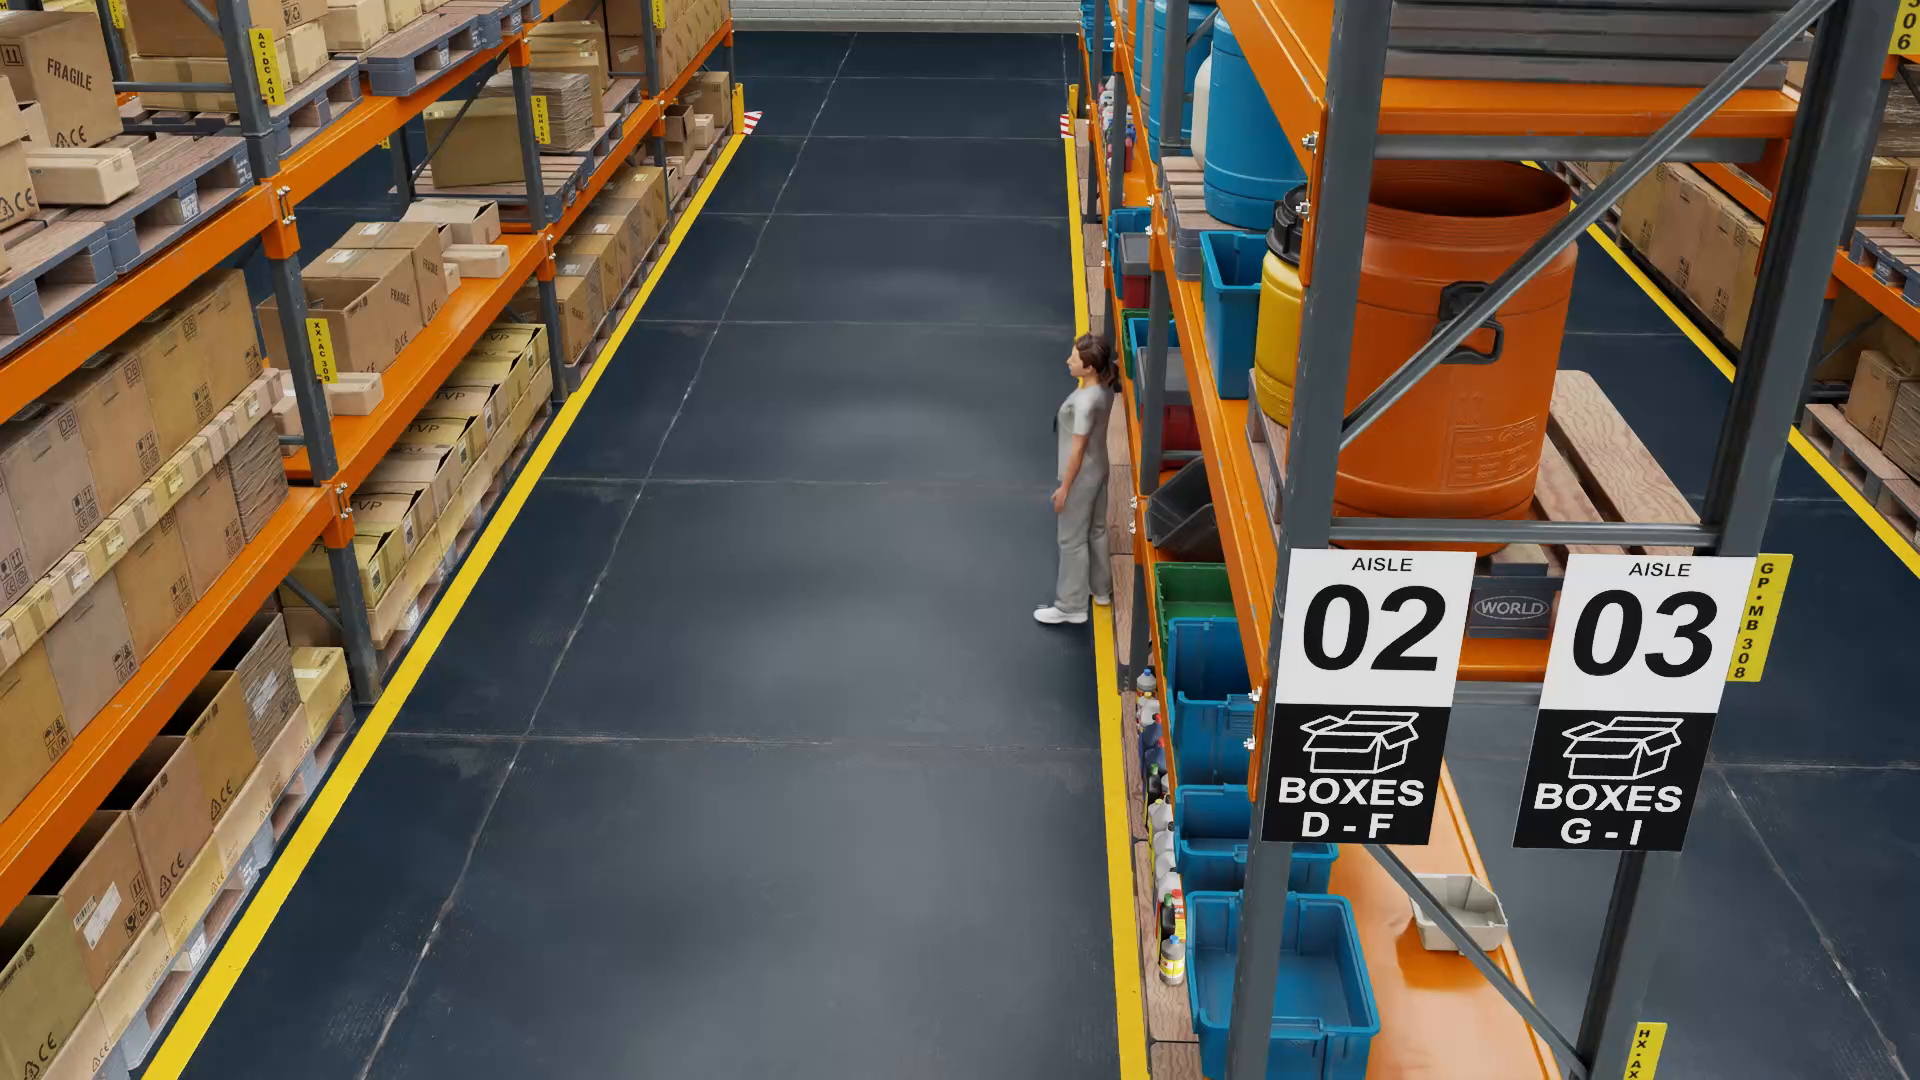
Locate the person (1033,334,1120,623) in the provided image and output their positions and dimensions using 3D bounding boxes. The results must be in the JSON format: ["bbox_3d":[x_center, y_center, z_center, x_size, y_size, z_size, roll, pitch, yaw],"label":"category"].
[{"bbox_3d":[0.674,-0.345,9.239,0.372,1.658,0.574,11,30,19],"label":"person"}]
